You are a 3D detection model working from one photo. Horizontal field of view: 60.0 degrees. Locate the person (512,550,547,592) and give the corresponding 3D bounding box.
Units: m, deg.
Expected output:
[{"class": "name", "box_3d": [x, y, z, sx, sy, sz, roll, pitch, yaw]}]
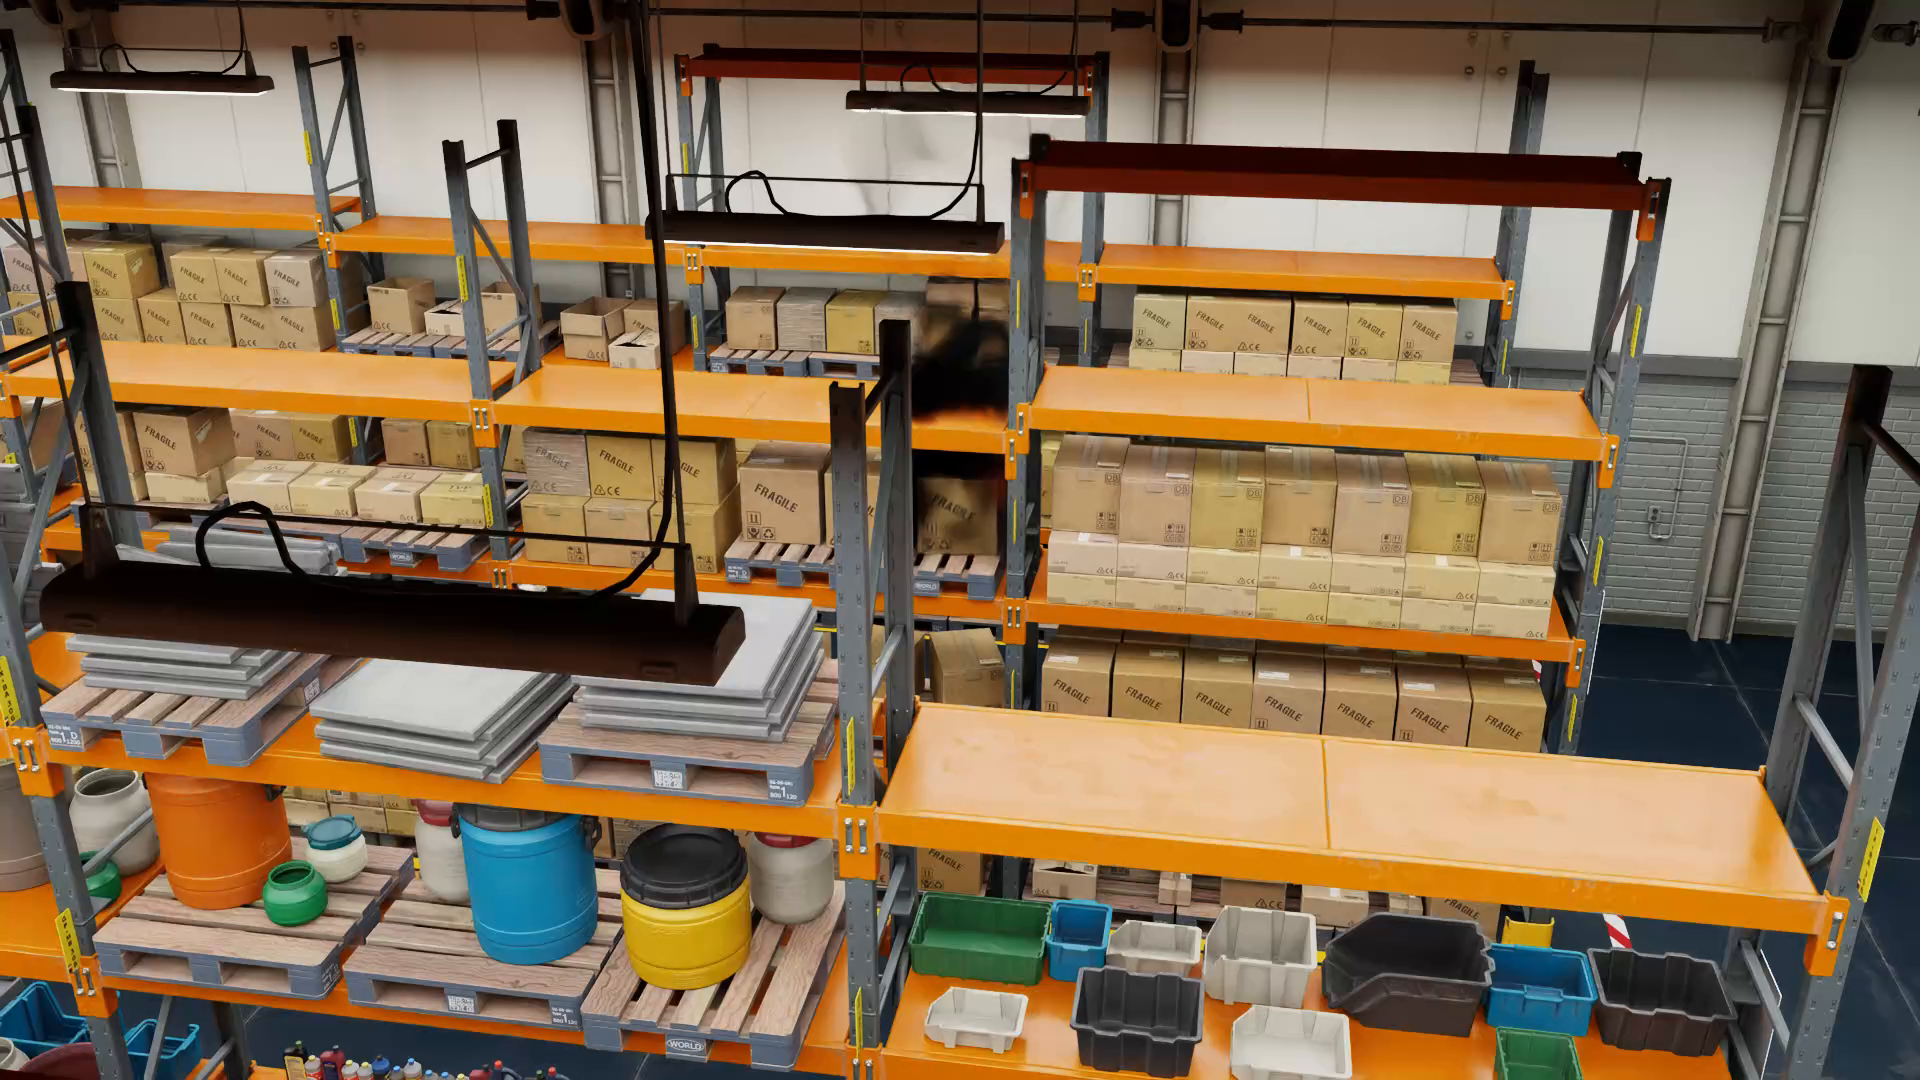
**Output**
[{"class": "person", "box_3d": [-4.115, 0.850, 16.270, 0.629, 1.616, 0.648, 3, 23, 7]}]
